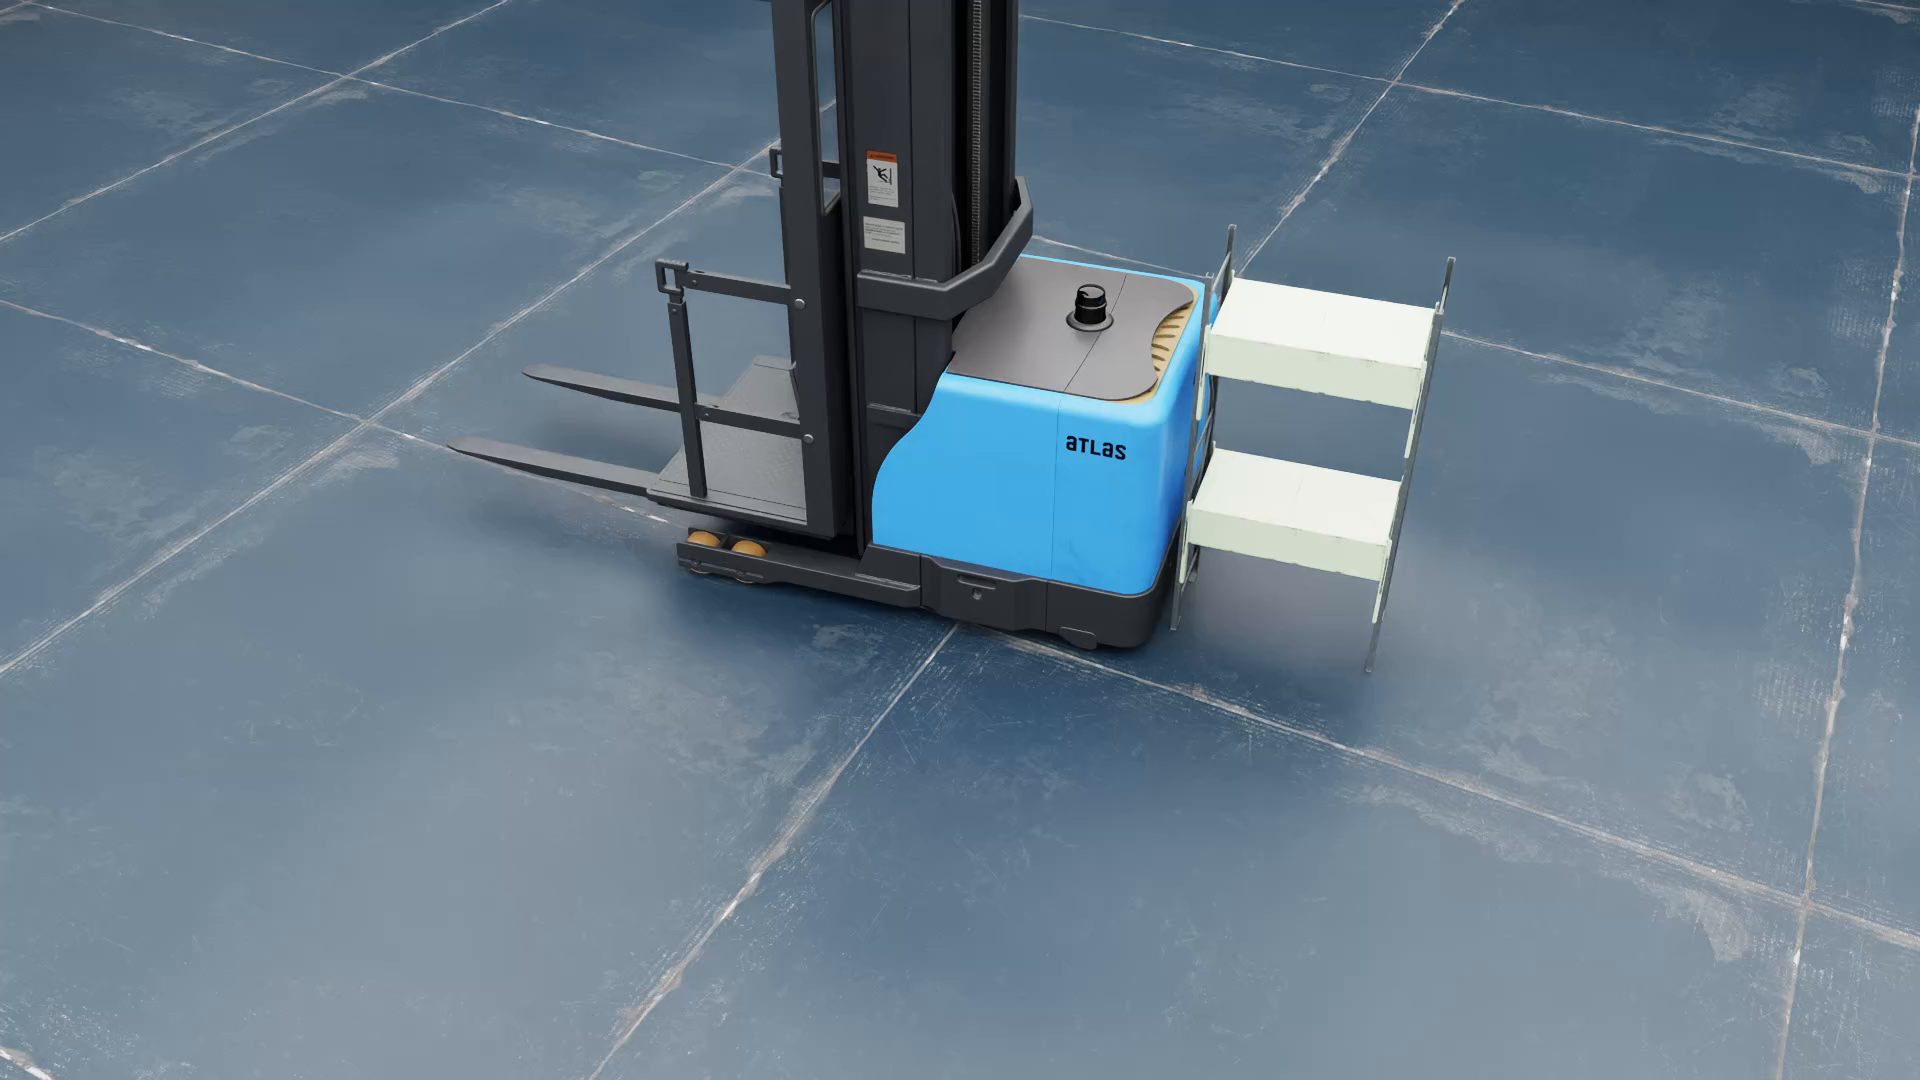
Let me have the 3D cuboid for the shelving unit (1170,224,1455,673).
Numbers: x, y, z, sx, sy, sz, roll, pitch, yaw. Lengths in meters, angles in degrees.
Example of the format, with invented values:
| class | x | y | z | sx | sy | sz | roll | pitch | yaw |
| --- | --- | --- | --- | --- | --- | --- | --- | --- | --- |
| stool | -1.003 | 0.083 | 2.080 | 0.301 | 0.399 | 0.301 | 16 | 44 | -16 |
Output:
| class | x | y | z | sx | sy | sz | roll | pitch | yaw |
| --- | --- | --- | --- | --- | --- | --- | --- | --- | --- |
| shelving unit | 1.217 | -0.296 | 5.899 | 0.755 | 1.500 | 0.431 | 12 | 39 | 15 |

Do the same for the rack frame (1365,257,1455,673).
| class | x | y | z | sx | sy | sz | roll | pitch | yaw |
| --- | --- | --- | --- | --- | --- | --- | --- | --- | --- |
| rack frame | 1.563 | -0.224 | 5.804 | 0.023 | 1.500 | 0.400 | 12 | 39 | 15 |

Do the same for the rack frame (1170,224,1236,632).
| class | x | y | z | sx | sy | sz | roll | pitch | yaw |
| --- | --- | --- | --- | --- | --- | --- | --- | --- | --- |
| rack frame | 0.871 | -0.367 | 5.994 | 0.023 | 1.500 | 0.400 | 12 | 39 | 15 |

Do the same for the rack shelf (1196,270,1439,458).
| class | x | y | z | sx | sy | sz | roll | pitch | yaw |
| --- | --- | --- | --- | --- | --- | --- | --- | --- | --- |
| rack shelf | 1.217 | -0.606 | 5.663 | 0.720 | 0.370 | 0.431 | 12 | 39 | 15 |

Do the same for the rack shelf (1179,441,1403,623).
| class | x | y | z | sx | sy | sz | roll | pitch | yaw |
| --- | --- | --- | --- | --- | --- | --- | --- | --- | --- |
| rack shelf | 1.217 | -0.036 | 6.096 | 0.720 | 0.370 | 0.431 | 12 | 39 | 15 |

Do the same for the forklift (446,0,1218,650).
| class | x | y | z | sx | sy | sz | roll | pitch | yaw |
| --- | --- | --- | --- | --- | --- | --- | --- | --- | --- |
| forklift | -0.594 | -1.287 | 6.021 | 3.031 | 2.935 | 1.130 | 11 | 39 | 15 |
